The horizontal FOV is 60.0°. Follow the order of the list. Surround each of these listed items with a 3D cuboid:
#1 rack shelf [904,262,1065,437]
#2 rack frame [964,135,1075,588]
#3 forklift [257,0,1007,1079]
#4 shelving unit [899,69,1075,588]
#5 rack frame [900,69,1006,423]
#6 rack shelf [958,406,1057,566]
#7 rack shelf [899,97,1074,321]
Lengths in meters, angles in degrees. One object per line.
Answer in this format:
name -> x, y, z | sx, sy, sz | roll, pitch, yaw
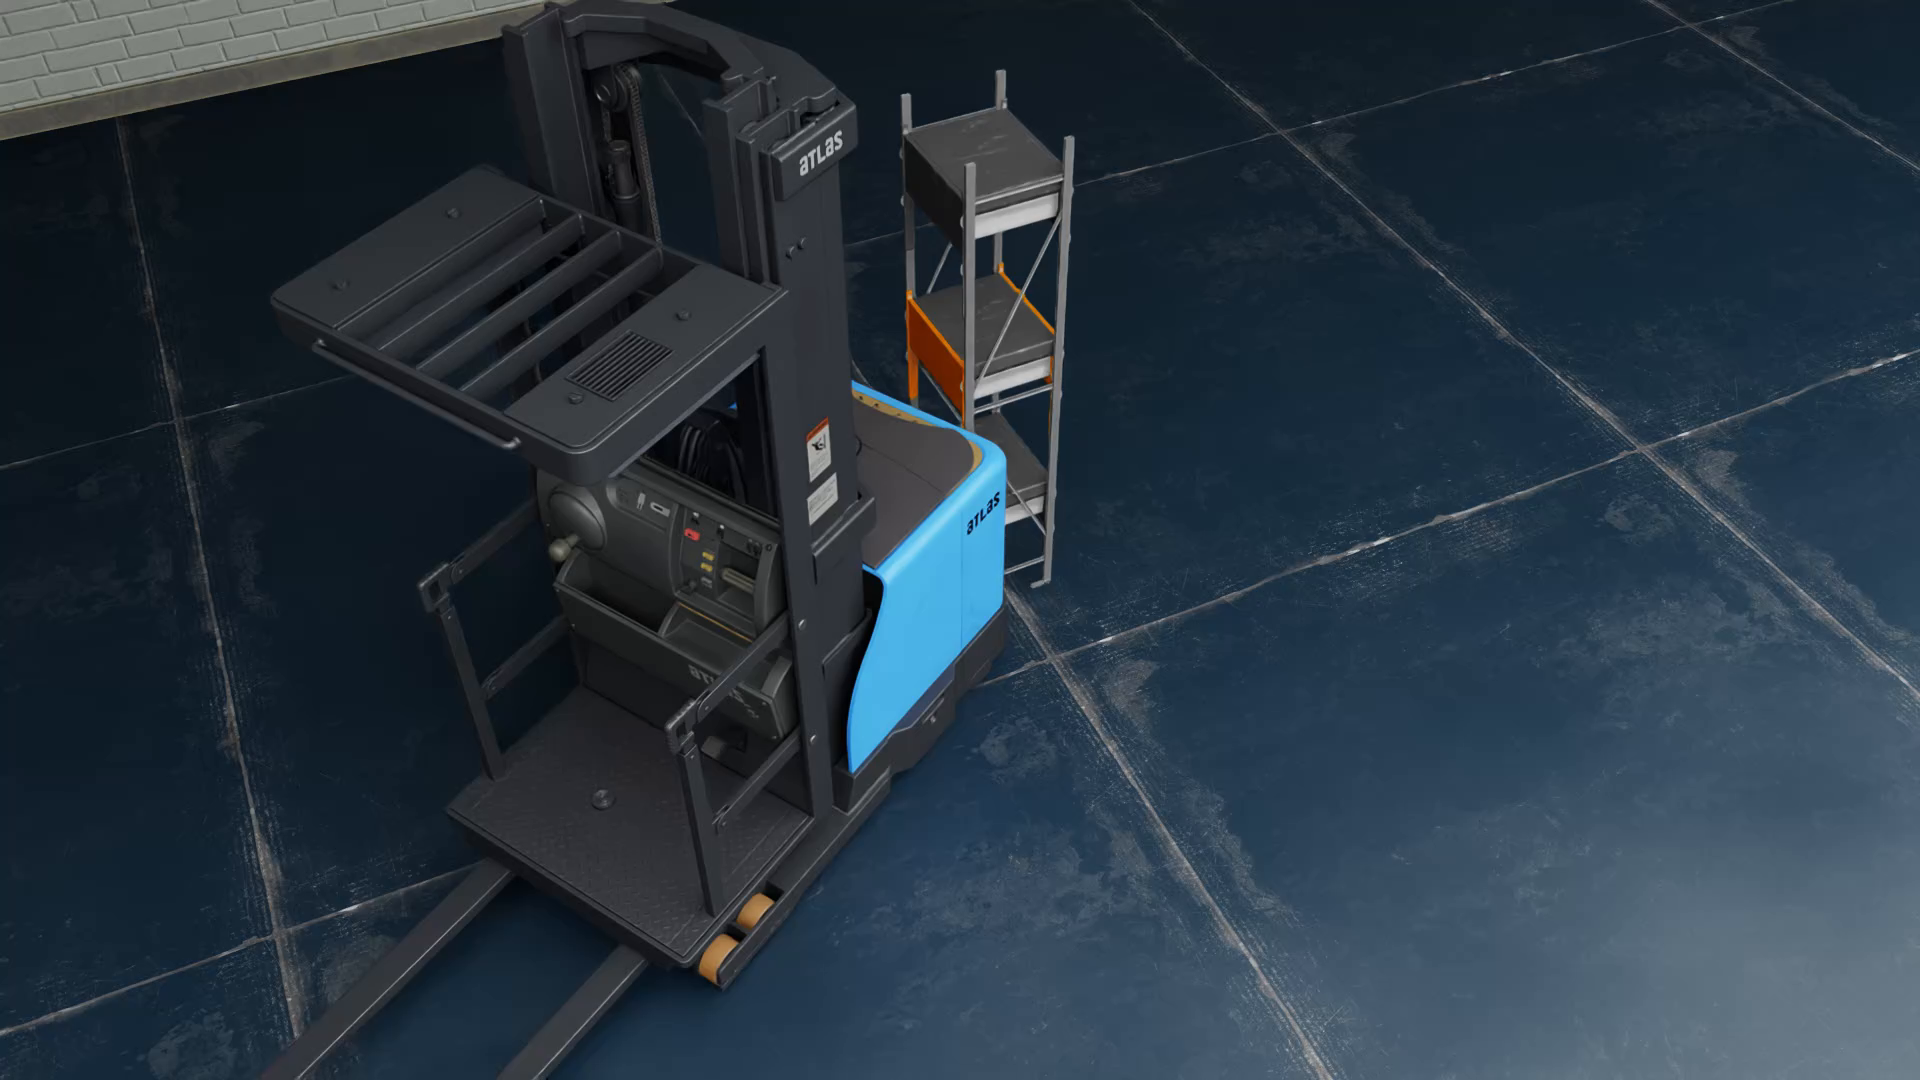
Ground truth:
rack shelf -> 0.087, -0.662, 6.314 | 0.431, 0.518, 0.480 | -19, 48, -19
rack frame -> 0.196, -0.519, 6.149 | 0.400, 2.100, 0.015 | -19, 48, -19
forklift -> -1.055, 0.064, 4.967 | 1.130, 2.935, 3.031 | 25, 50, 23
shelving unit -> 0.087, -0.672, 6.304 | 0.431, 2.100, 0.503 | -19, 48, -19
rack frame -> -0.022, -0.825, 6.460 | 0.400, 2.100, 0.015 | -19, 48, -19
rack shelf -> 0.087, -0.163, 6.805 | 0.431, 0.518, 0.480 | -19, 48, -19
rack shelf -> 0.087, -1.161, 5.823 | 0.431, 0.518, 0.480 | -19, 48, -19
